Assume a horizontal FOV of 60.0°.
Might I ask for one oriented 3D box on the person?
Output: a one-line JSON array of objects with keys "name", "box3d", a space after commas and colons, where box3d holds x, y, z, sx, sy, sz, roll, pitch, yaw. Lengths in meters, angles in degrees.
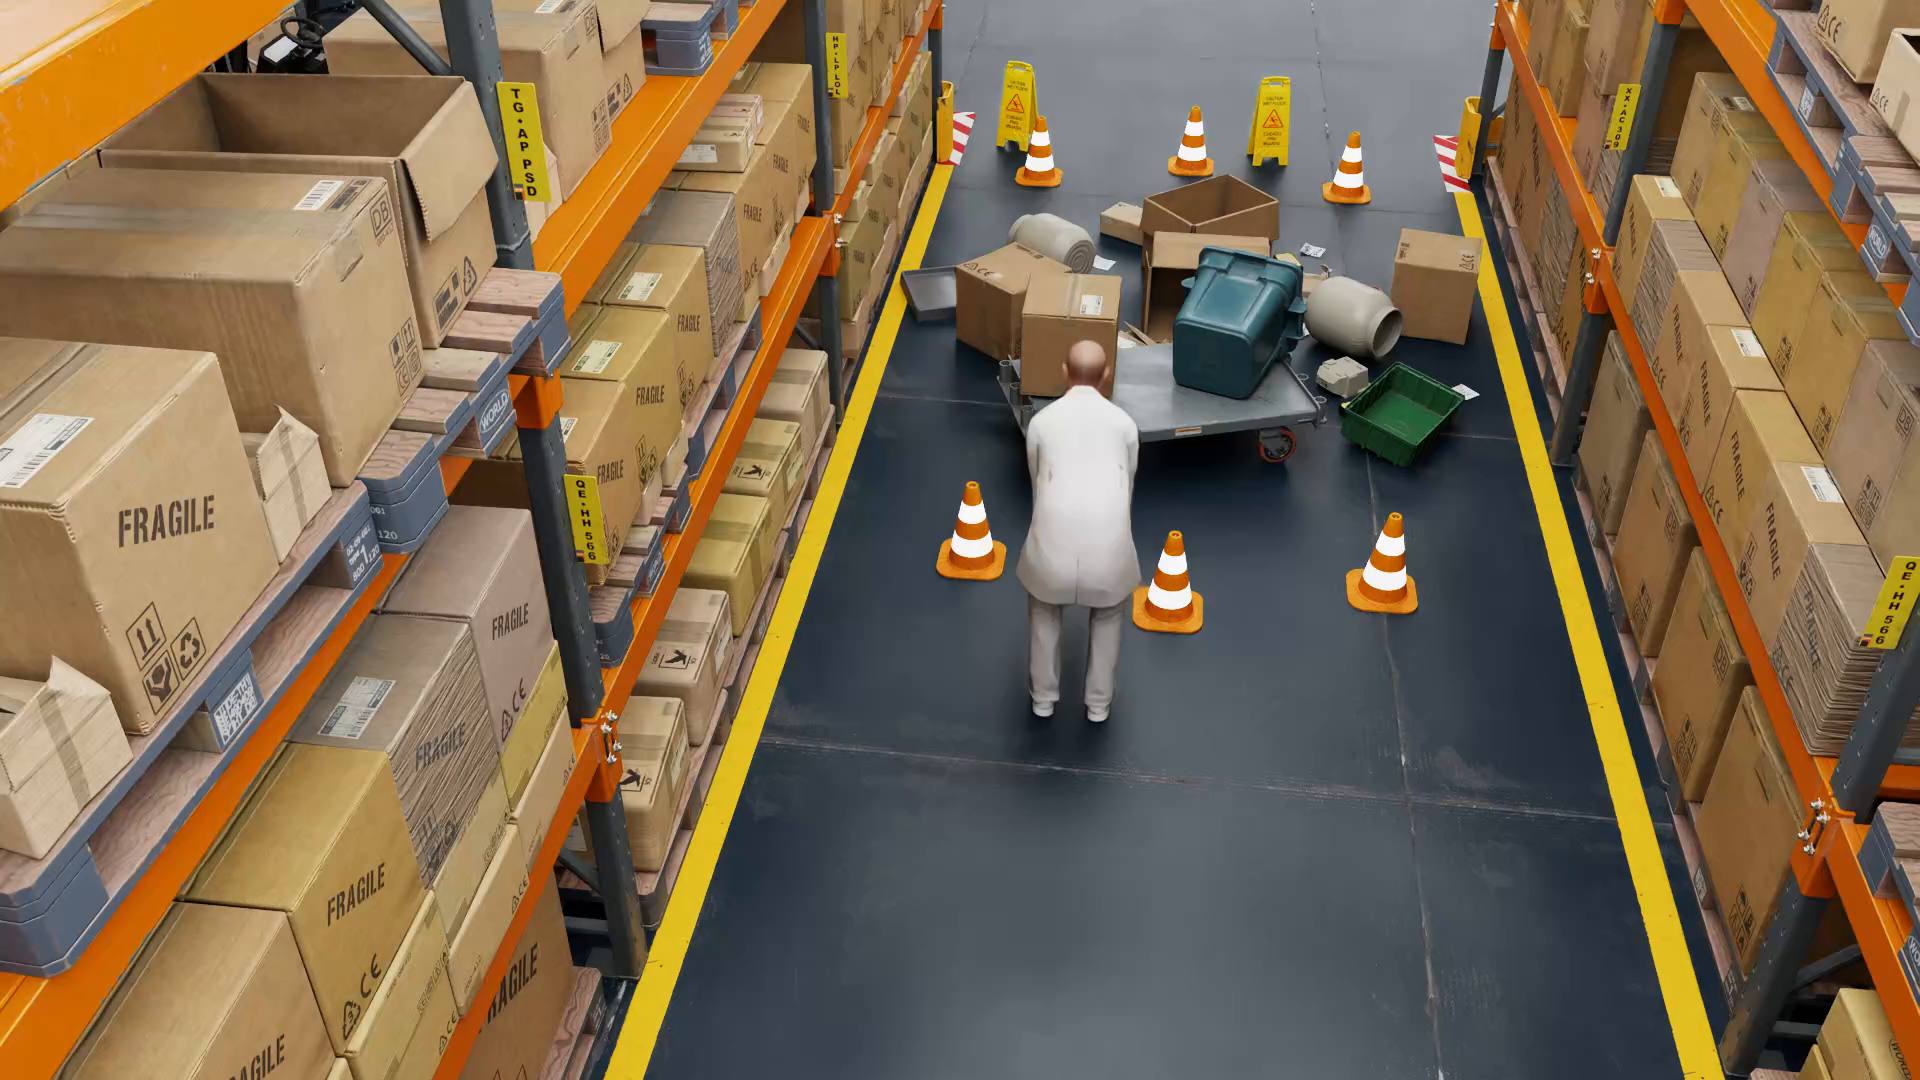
[{"name": "person", "box3d": [0.525, -0.022, 7.215, 0.544, 1.633, 0.697, 4, 36, 5]}]
